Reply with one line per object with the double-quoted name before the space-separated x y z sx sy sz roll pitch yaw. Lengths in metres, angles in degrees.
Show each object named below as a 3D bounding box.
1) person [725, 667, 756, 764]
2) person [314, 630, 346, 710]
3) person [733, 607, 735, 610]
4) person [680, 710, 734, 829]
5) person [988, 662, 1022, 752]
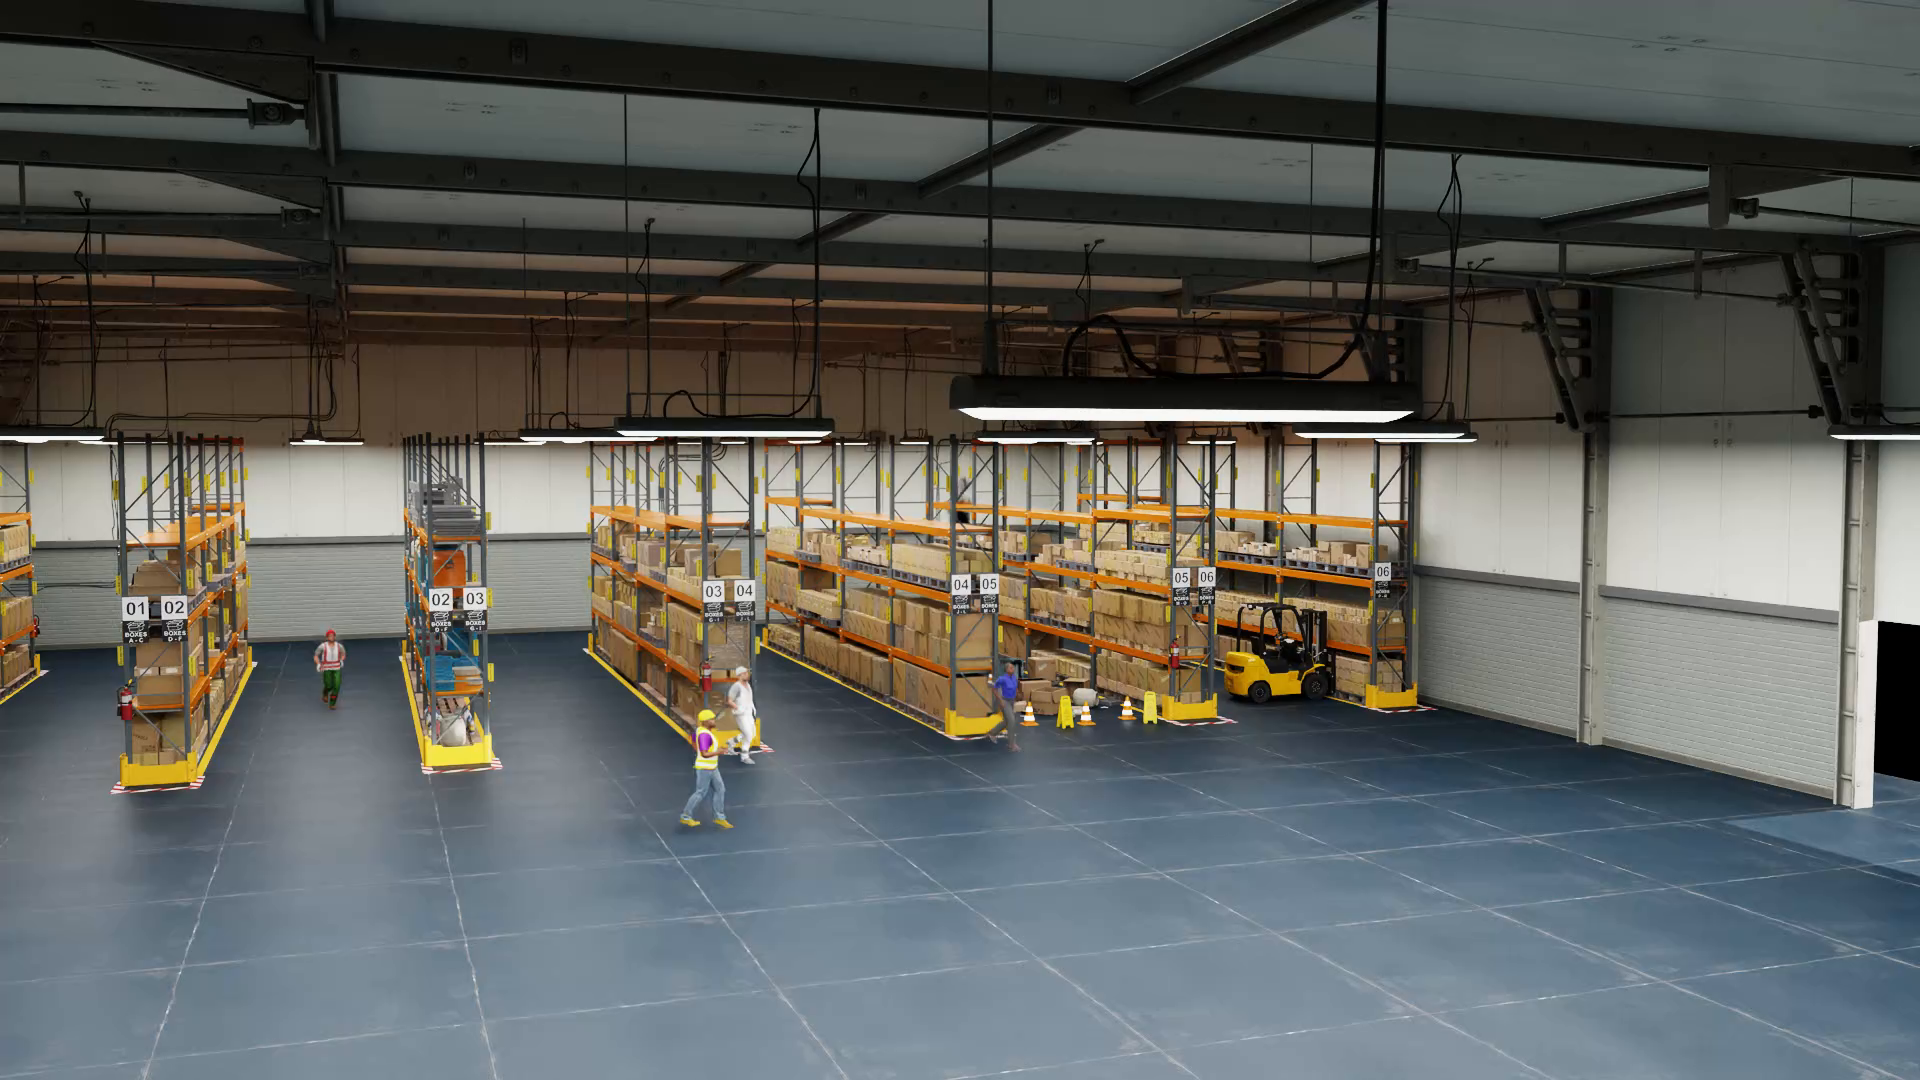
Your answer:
"person" -4.011 3.181 30.315 0.637 1.762 0.713 1 3 21
"person" -13.767 2.837 36.430 0.658 1.738 0.601 -2 4 -34
"person" -5.885 2.383 45.102 0.667 1.681 0.595 -1 3 -21
"person" -3.791 3.441 24.899 0.785 1.805 0.691 0 3 0
"person" 0.860 3.144 31.611 0.850 1.672 0.555 2 4 38
